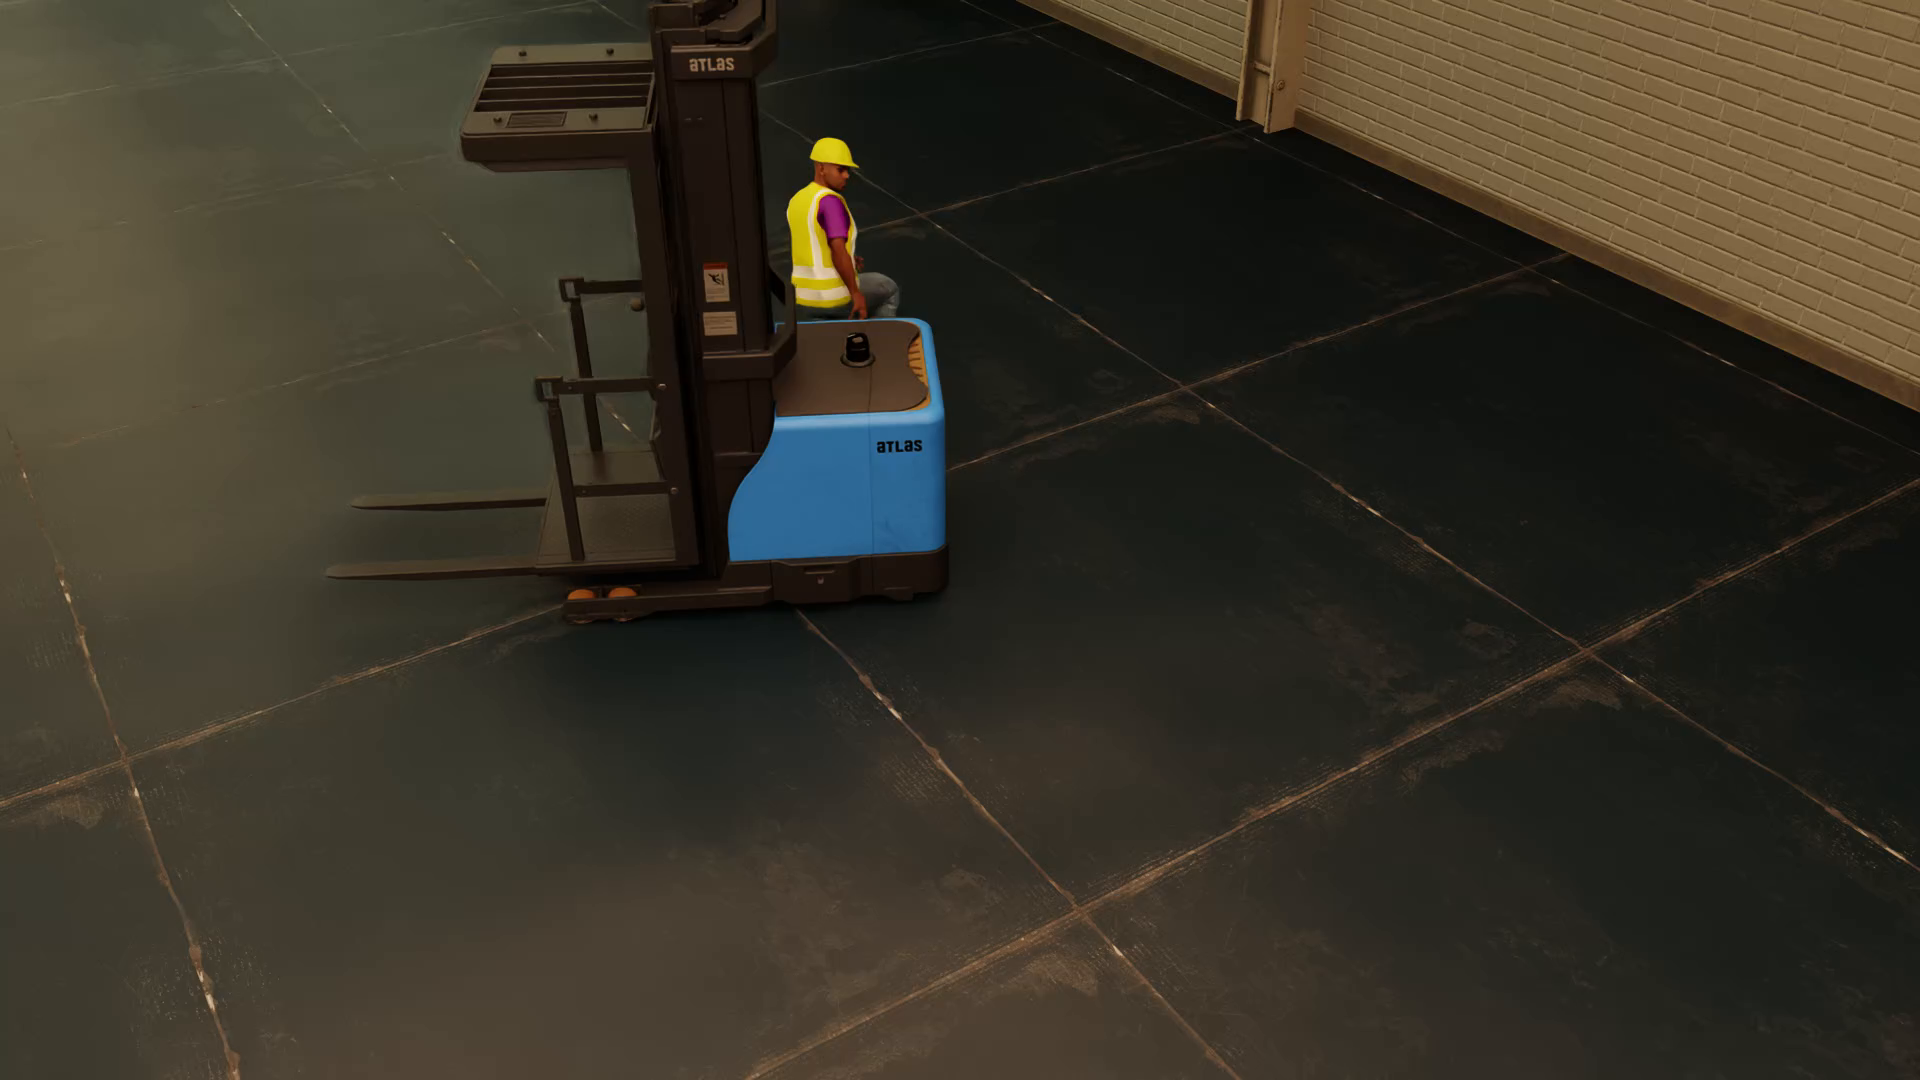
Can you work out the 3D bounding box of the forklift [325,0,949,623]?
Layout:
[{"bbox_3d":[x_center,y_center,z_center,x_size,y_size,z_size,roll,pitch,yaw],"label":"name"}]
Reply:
[{"bbox_3d":[-1.603,-1.111,7.728,3.031,2.935,1.130,-3,35,-4],"label":"forklift"}]

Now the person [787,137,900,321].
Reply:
[{"bbox_3d":[-0.649,-1.533,9.578,0.819,1.535,0.742,26,43,32],"label":"person"}]
